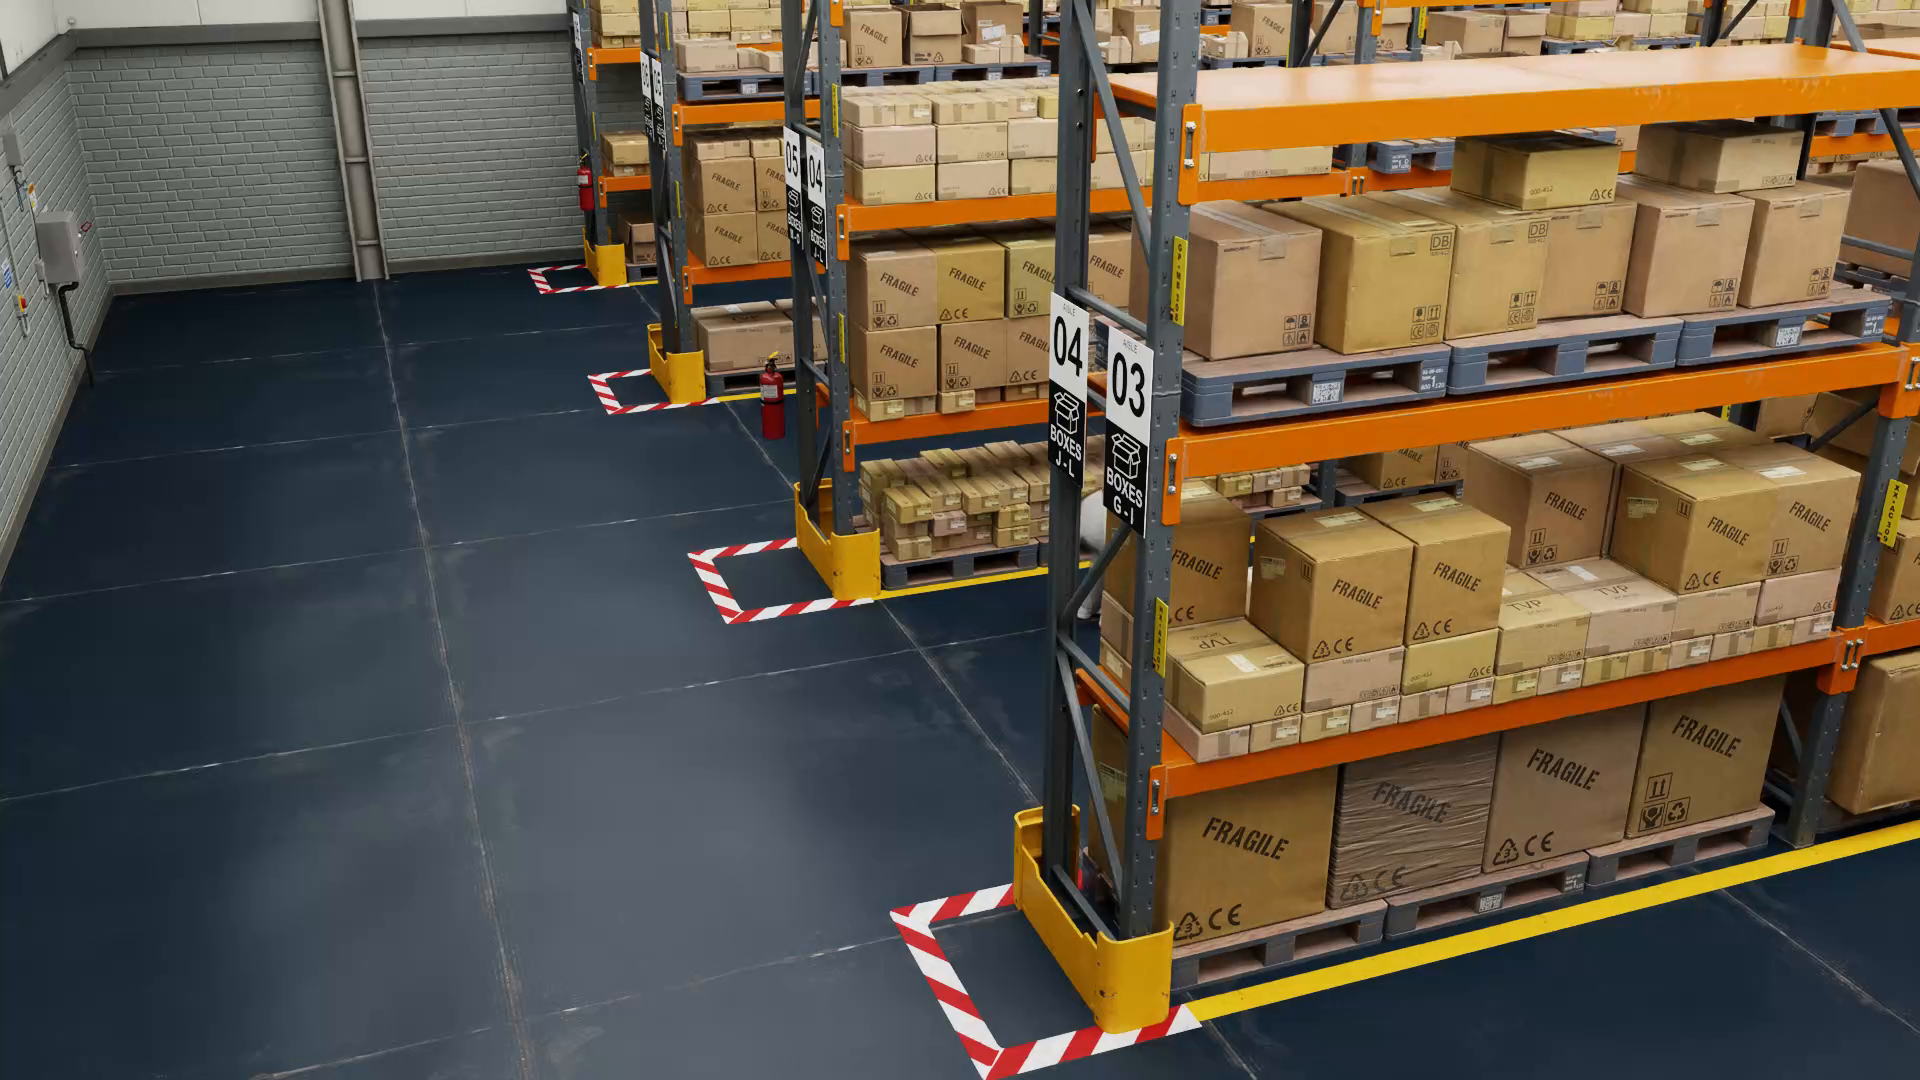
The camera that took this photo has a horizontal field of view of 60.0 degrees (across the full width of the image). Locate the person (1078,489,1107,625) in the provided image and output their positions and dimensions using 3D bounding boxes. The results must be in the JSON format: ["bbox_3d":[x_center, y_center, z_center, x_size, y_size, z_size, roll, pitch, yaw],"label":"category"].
[{"bbox_3d":[1.142,0.045,11.561,0.865,1.025,0.461,-16,27,-33],"label":"person"}]
